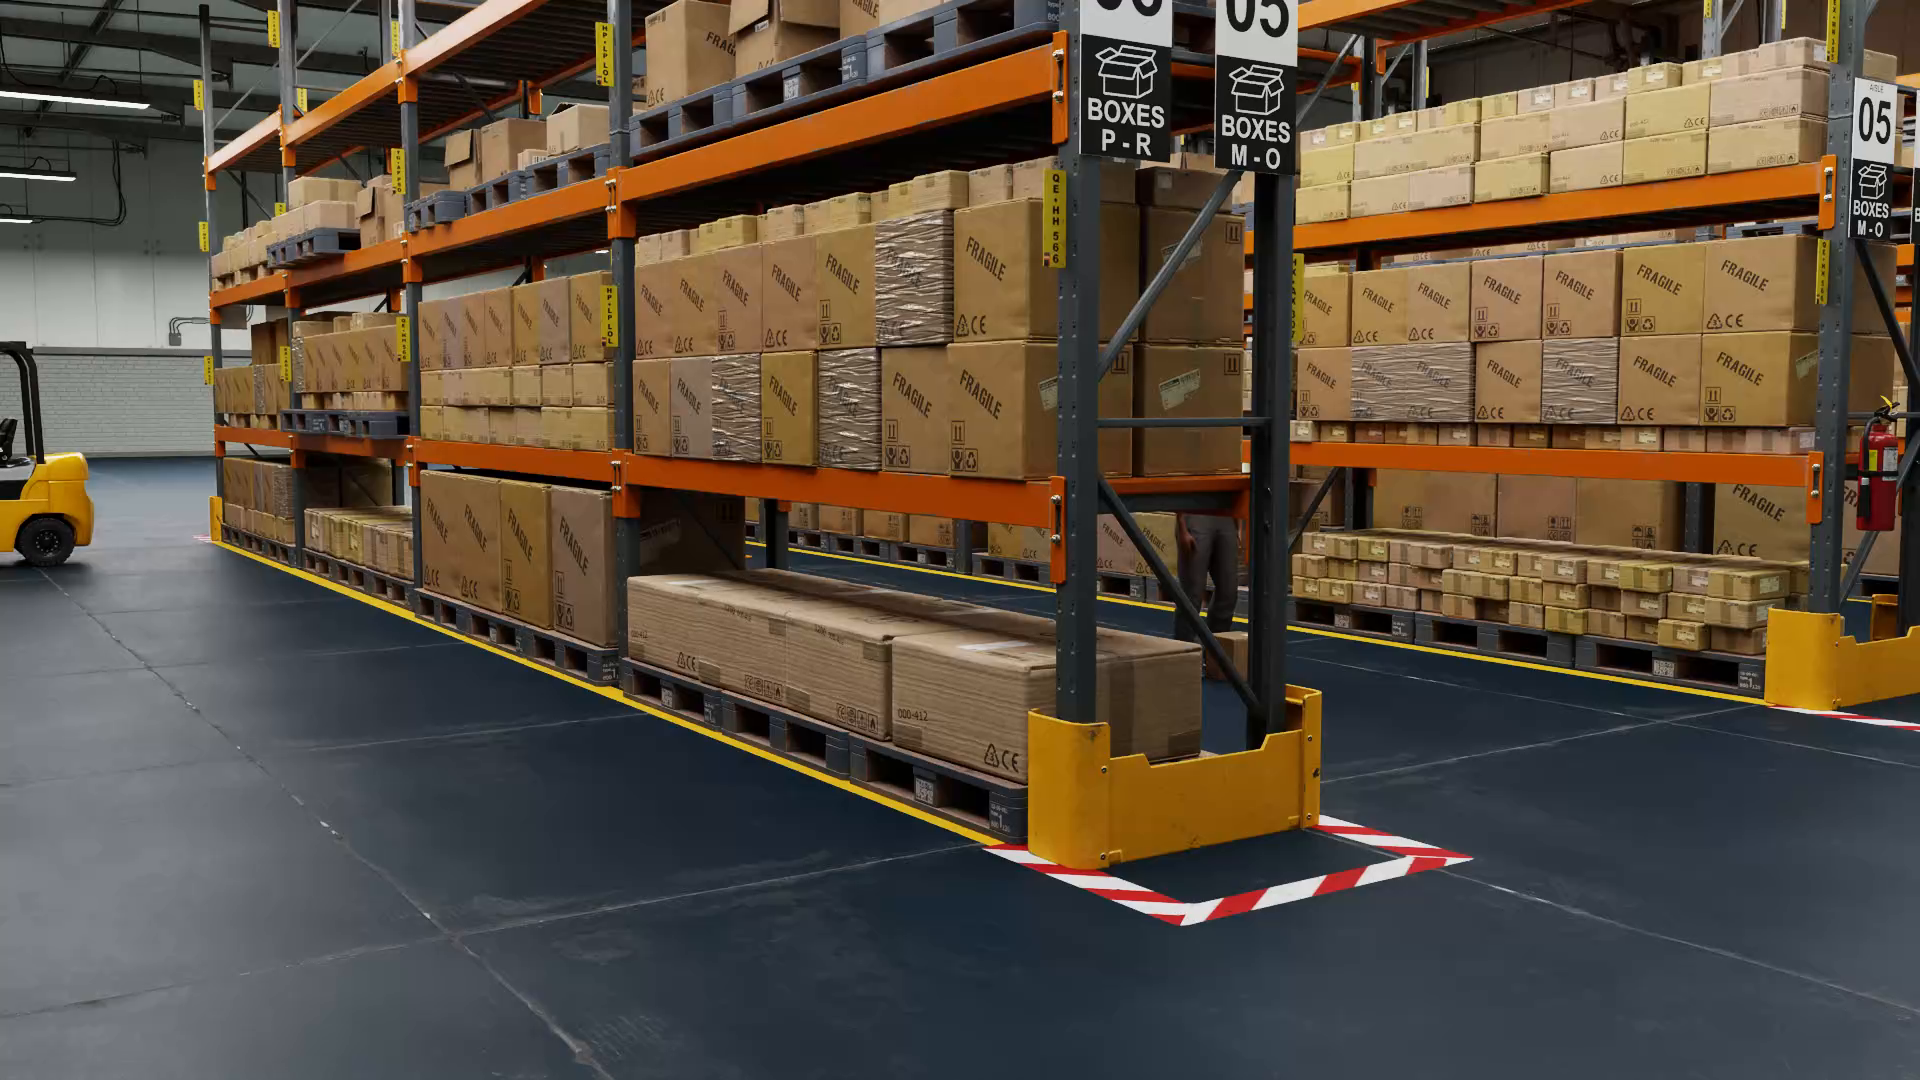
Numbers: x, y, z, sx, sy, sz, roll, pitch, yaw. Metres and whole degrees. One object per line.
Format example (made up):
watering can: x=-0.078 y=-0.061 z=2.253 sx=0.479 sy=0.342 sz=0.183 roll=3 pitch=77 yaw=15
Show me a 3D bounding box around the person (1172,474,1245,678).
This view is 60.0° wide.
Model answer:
person: x=1.448 y=-0.046 z=9.657 sx=0.512 sy=1.654 sz=0.352 roll=-3 pitch=6 yaw=-34
